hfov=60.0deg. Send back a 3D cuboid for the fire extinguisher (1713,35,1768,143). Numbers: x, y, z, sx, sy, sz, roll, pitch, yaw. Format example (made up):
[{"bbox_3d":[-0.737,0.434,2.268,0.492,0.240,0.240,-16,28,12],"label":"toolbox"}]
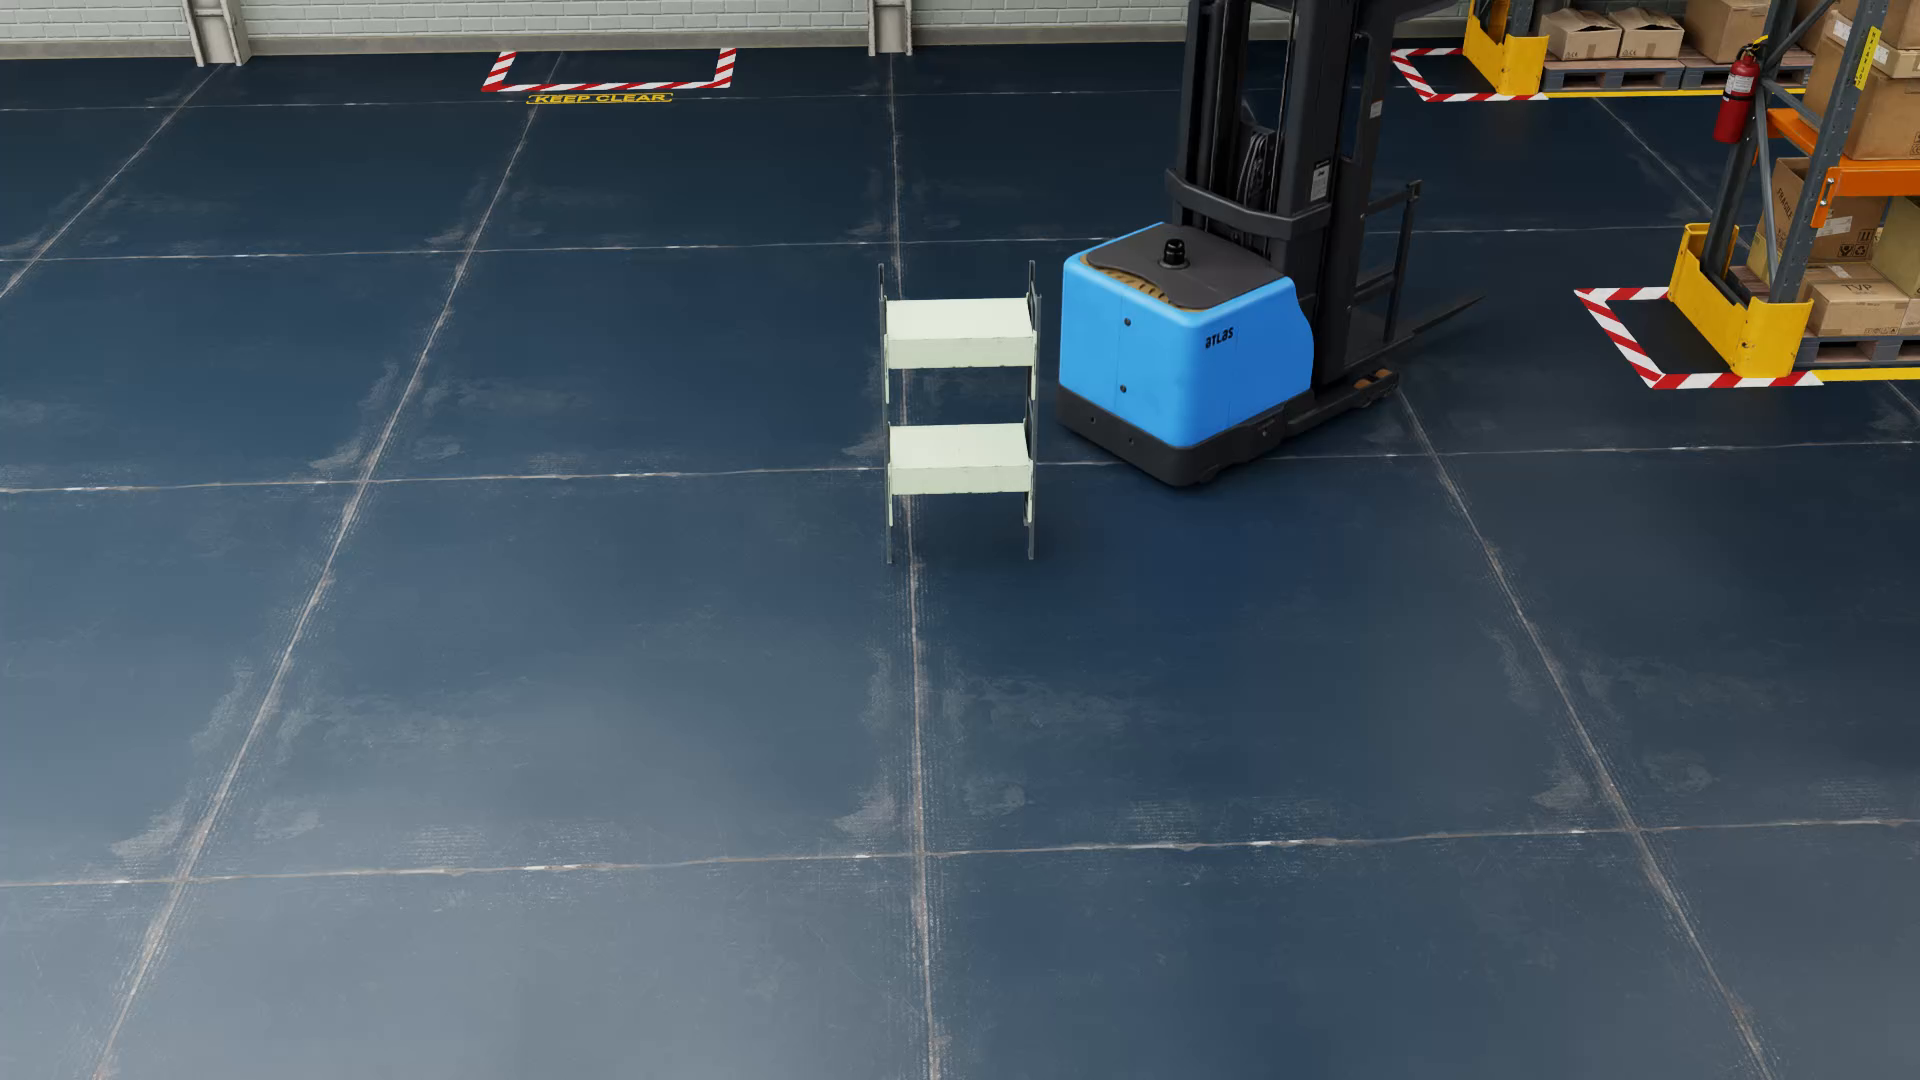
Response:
[{"bbox_3d":[4.797,-2.788,10.211,0.183,0.674,0.296,-2,35,-2],"label":"fire extinguisher"}]

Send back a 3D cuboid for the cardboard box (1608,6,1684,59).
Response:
[{"bbox_3d":[5.964,-4.433,14.496,0.500,0.311,0.500,1,35,2],"label":"cardboard box"}]

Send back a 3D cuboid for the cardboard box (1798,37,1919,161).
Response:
[{"bbox_3d":[5.404,-2.606,9.791,0.500,0.500,0.700,-2,35,-2],"label":"cardboard box"}]

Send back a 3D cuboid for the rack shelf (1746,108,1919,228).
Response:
[{"bbox_3d":[6.935,-2.317,10.095,4.000,0.370,1.077,-2,35,-2],"label":"rack shelf"}]

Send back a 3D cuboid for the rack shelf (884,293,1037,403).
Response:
[{"bbox_3d":[-0.007,-0.937,8.101,0.720,0.370,0.431,-2,35,-2],"label":"rack shelf"}]

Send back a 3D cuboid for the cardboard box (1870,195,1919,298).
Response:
[{"bbox_3d":[5.983,-1.812,10.121,0.500,0.500,0.500,-2,35,-2],"label":"cardboard box"}]

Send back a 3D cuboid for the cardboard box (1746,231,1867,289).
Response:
[{"bbox_3d":[5.459,-1.784,10.739,0.500,0.250,0.500,-2,35,-2],"label":"cardboard box"}]

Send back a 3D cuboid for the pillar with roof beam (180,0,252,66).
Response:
[{"bbox_3d":[-6.426,-5.582,8.908,0.400,9.000,9.100,-2,35,-2],"label":"pillar with roof beam"}]

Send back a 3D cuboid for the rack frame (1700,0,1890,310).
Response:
[{"bbox_3d":[4.937,-2.559,9.812,0.127,3.000,1.000,-2,35,-2],"label":"rack frame"}]

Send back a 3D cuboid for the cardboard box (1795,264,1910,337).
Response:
[{"bbox_3d":[5.483,-1.489,10.313,0.500,0.250,0.500,-2,35,-2],"label":"cardboard box"}]

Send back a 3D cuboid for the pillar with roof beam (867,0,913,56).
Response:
[{"bbox_3d":[-0.432,-5.744,9.142,0.400,9.000,9.100,-2,35,-2],"label":"pillar with roof beam"}]

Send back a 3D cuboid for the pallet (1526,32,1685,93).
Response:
[{"bbox_3d":[5.588,-4.232,14.680,1.213,0.211,1.003,-2,35,-2],"label":"pallet"}]

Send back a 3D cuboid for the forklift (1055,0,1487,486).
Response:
[{"bbox_3d":[2.004,-2.197,9.349,3.031,2.935,1.130,-26,42,-32],"label":"forklift"}]

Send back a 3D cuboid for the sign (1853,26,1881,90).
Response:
[{"bbox_3d":[4.957,-2.632,9.087,0.005,0.325,0.100,-2,35,-2],"label":"sign"}]

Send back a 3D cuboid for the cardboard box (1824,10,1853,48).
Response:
[{"bbox_3d":[5.310,-2.986,9.771,0.250,0.149,0.380,-2,35,-3],"label":"cardboard box"}]

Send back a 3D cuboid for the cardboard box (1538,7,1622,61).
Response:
[{"bbox_3d":[5.394,-4.418,14.474,0.500,0.311,0.500,-5,35,-8],"label":"cardboard box"}]

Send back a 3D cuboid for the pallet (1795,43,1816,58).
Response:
[{"bbox_3d":[8.025,-4.298,14.775,1.213,0.211,1.003,-2,35,-2],"label":"pallet"}]

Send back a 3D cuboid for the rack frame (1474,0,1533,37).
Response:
[{"bbox_3d":[4.699,-5.375,13.881,0.127,3.000,1.000,-2,35,-2],"label":"rack frame"}]

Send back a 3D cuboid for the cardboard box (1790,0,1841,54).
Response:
[{"bbox_3d":[7.660,-4.585,14.550,0.500,0.500,0.500,-4,35,-6],"label":"cardboard box"}]

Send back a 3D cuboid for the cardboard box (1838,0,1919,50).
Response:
[{"bbox_3d":[5.457,-3.141,9.424,0.500,0.500,0.700,-1,35,-2],"label":"cardboard box"}]

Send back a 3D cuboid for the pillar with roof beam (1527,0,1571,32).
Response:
[{"bbox_3d":[5.561,-5.905,9.375,0.400,9.000,9.100,-2,35,-2],"label":"pillar with roof beam"}]

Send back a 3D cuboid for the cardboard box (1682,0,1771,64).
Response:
[{"bbox_3d":[6.699,-4.502,14.430,0.500,0.500,0.700,-4,35,-5],"label":"cardboard box"}]

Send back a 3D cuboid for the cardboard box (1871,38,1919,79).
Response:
[{"bbox_3d":[5.339,-2.755,9.438,0.250,0.149,0.380,-2,35,-3],"label":"cardboard box"}]

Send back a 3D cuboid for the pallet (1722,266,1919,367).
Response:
[{"bbox_3d":[5.699,-1.457,10.670,1.213,0.211,1.003,-2,35,-2],"label":"pallet"}]

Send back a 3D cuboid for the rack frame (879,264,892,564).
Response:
[{"bbox_3d":[-0.372,-0.607,8.309,0.023,1.500,0.400,-2,35,-2],"label":"rack frame"}]

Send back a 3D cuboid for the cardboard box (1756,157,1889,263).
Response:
[{"bbox_3d":[5.459,-2.093,10.527,0.500,0.500,0.500,-2,35,-2],"label":"cardboard box"}]

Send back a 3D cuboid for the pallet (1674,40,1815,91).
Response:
[{"bbox_3d":[6.804,-4.263,14.725,1.213,0.211,1.003,-2,35,-2],"label":"pallet"}]

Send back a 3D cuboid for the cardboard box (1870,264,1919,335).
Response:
[{"bbox_3d":[5.983,-1.505,10.336,0.500,0.250,0.500,-2,35,-2],"label":"cardboard box"}]

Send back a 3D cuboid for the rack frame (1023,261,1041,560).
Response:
[{"bbox_3d":[0.359,-0.626,8.337,0.023,1.500,0.400,-2,35,-2],"label":"rack frame"}]

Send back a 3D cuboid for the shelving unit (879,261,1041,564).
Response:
[{"bbox_3d":[-0.007,-0.617,8.323,0.755,1.500,0.431,-2,35,-2],"label":"shelving unit"}]

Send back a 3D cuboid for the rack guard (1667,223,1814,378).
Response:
[{"bbox_3d":[4.913,-1.531,10.523,0.348,0.500,1.175,-2,35,-2],"label":"rack guard"}]

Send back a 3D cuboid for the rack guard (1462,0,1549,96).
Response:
[{"bbox_3d":[4.775,-4.349,14.595,0.348,0.500,1.175,-2,35,-2],"label":"rack guard"}]

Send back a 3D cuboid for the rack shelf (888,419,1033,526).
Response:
[{"bbox_3d":[-0.007,-0.348,8.508,0.720,0.370,0.431,-2,35,-2],"label":"rack shelf"}]

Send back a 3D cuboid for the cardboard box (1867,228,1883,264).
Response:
[{"bbox_3d":[5.958,-1.804,10.768,0.500,0.250,0.500,-2,35,-2],"label":"cardboard box"}]
